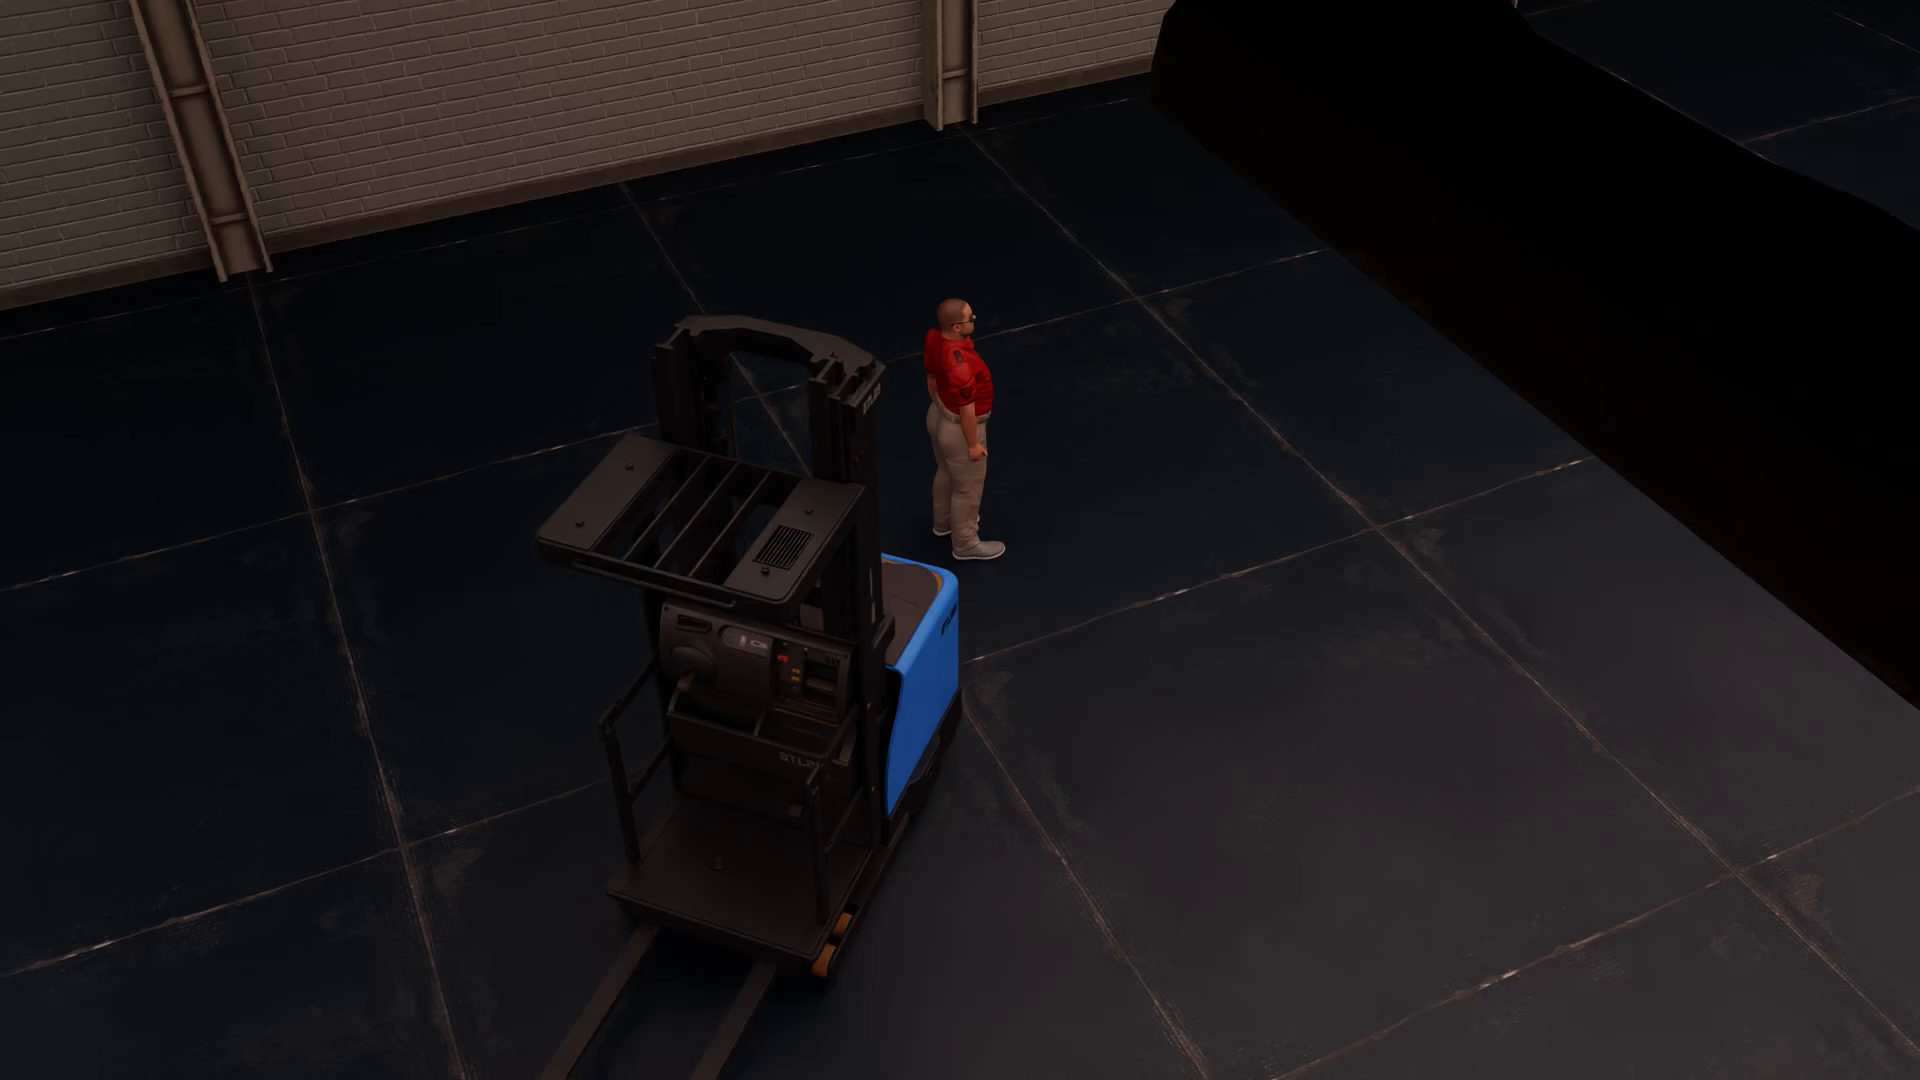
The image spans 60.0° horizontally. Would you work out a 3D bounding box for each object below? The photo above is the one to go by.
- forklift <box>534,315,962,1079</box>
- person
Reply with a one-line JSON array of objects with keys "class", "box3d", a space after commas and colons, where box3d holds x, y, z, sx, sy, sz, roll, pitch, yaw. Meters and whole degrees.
[{"class": "forklift", "box3d": [-0.992, 0.630, 7.261, 1.130, 2.935, 3.031, 14, 42, 16]}, {"class": "person", "box3d": [0.012, -0.669, 9.761, 0.385, 1.728, 0.526, -17, 43, -19]}]
